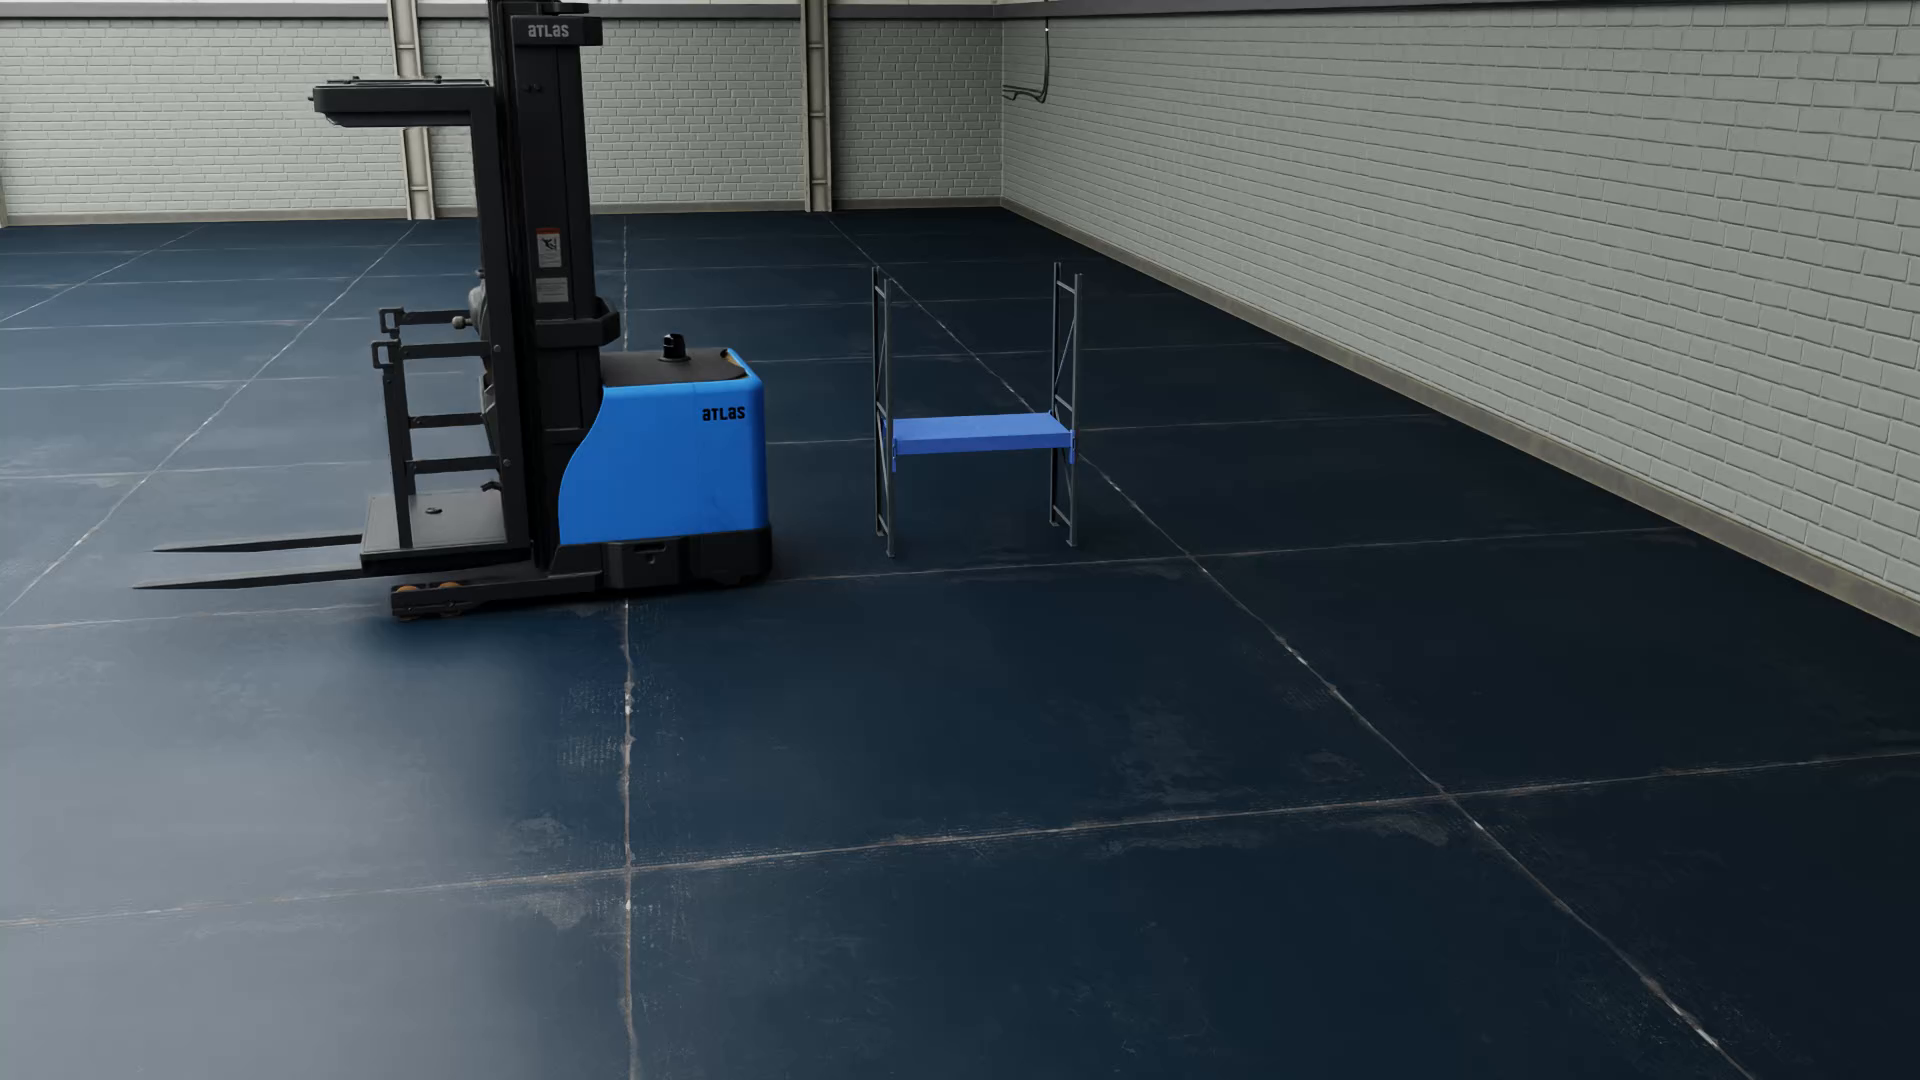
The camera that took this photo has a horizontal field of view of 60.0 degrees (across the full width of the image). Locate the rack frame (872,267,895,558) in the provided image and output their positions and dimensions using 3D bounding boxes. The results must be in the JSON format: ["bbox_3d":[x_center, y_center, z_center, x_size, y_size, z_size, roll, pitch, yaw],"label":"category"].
[{"bbox_3d":[-0.415,-0.693,9.015,0.032,1.500,0.500,-3,17,-10],"label":"rack frame"}]

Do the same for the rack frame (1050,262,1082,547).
[{"bbox_3d":[0.583,-0.750,9.199,0.032,1.500,0.500,-3,17,-10],"label":"rack frame"}]

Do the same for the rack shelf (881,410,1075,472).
[{"bbox_3d":[0.084,-0.550,9.160,1.000,0.185,0.538,-3,17,-10],"label":"rack shelf"}]

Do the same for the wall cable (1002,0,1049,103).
[{"bbox_3d":[0.913,-7.792,24.642,0.112,2.526,3.097,-3,17,-10],"label":"wall cable"}]

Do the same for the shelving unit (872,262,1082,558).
[{"bbox_3d":[0.084,-0.722,9.107,1.048,1.500,0.538,-3,17,-10],"label":"shelving unit"}]

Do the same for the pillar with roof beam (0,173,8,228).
[{"bbox_3d":[-13.196,-7.584,18.677,0.400,9.000,9.100,-3,17,-10],"label":"pillar with roof beam"}]

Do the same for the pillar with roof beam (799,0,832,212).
[{"bbox_3d":[-1.413,-8.252,20.853,0.400,9.000,9.100,-3,17,-10],"label":"pillar with roof beam"}]

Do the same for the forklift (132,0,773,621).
[{"bbox_3d":[-2.542,-1.184,8.175,3.031,2.935,1.130,-5,18,-16],"label":"forklift"}]

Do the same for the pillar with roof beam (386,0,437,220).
[{"bbox_3d":[-7.304,-7.918,19.765,0.400,9.000,9.100,-3,17,-10],"label":"pillar with roof beam"}]
